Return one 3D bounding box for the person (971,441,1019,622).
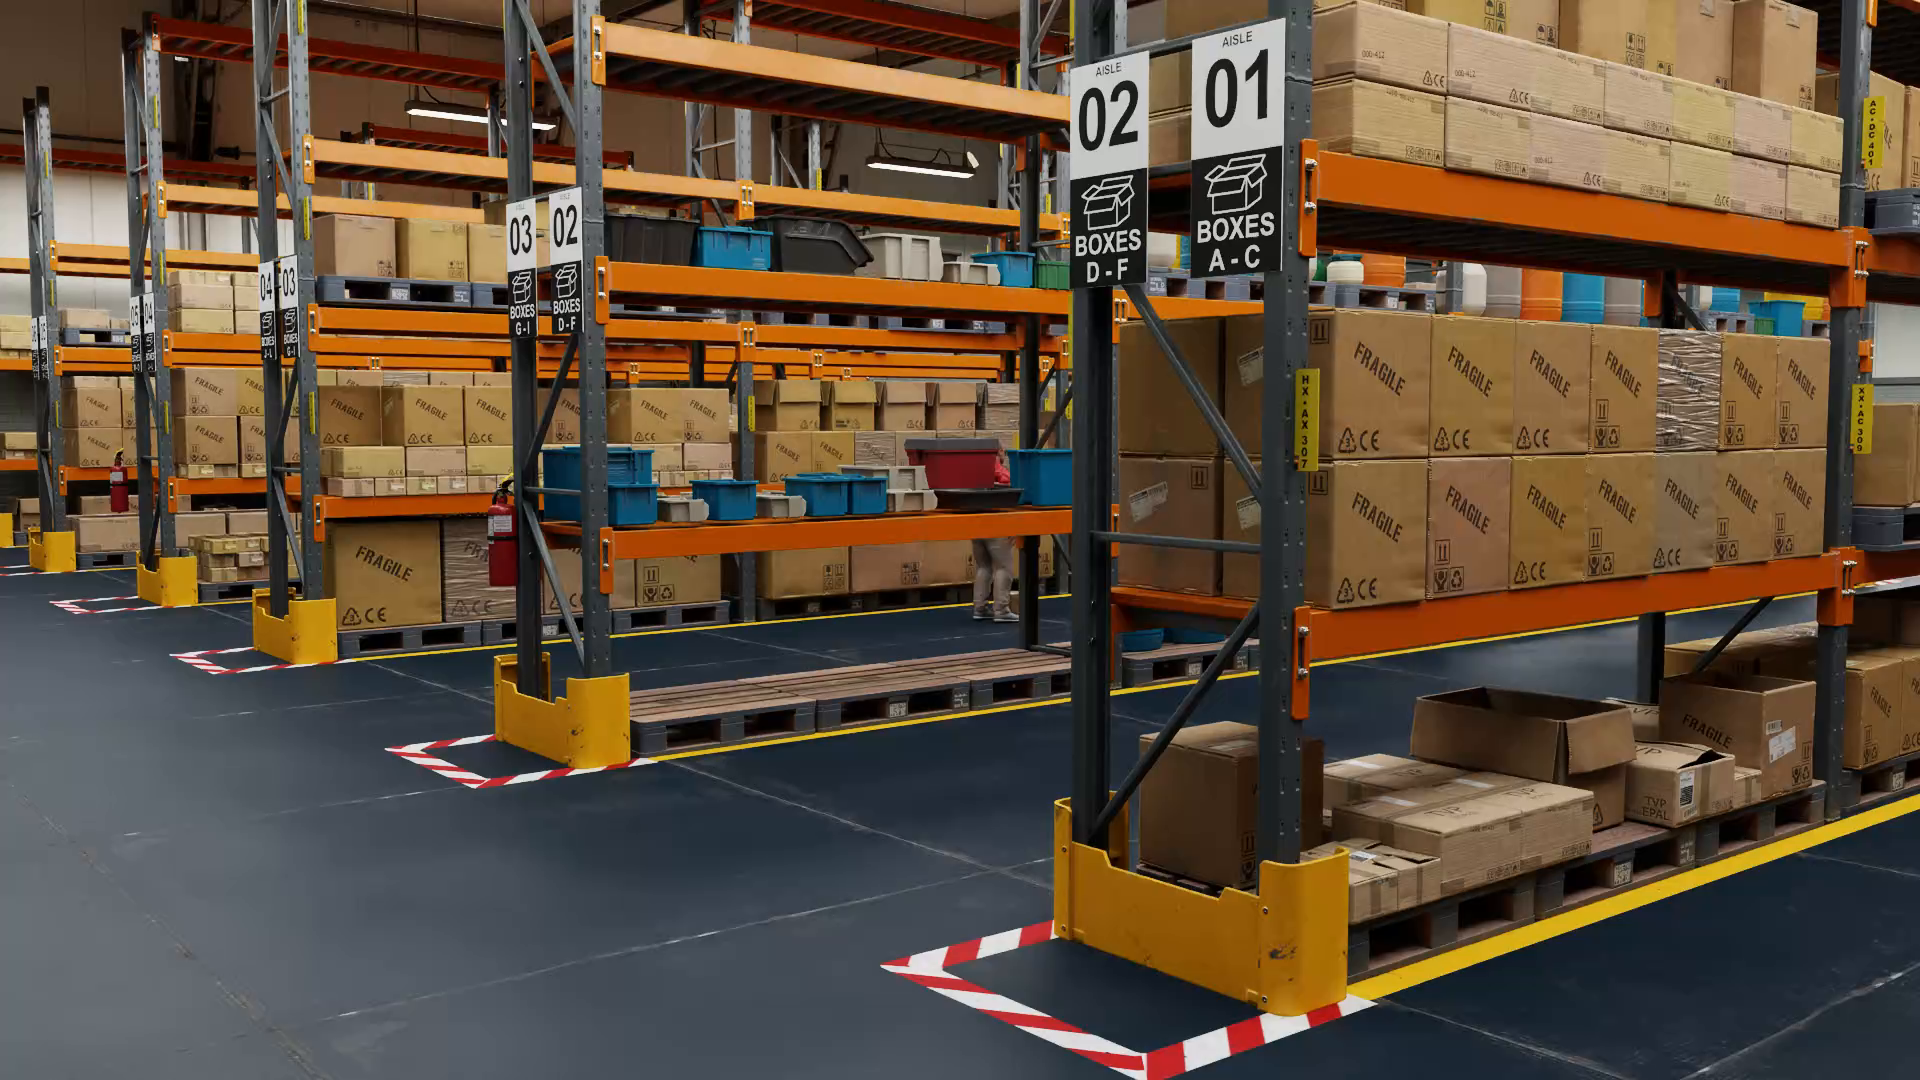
[{"bbox_3d":[0.310,-0.094,15.833,0.386,1.728,0.606,-4,6,-42],"label":"person"}]
